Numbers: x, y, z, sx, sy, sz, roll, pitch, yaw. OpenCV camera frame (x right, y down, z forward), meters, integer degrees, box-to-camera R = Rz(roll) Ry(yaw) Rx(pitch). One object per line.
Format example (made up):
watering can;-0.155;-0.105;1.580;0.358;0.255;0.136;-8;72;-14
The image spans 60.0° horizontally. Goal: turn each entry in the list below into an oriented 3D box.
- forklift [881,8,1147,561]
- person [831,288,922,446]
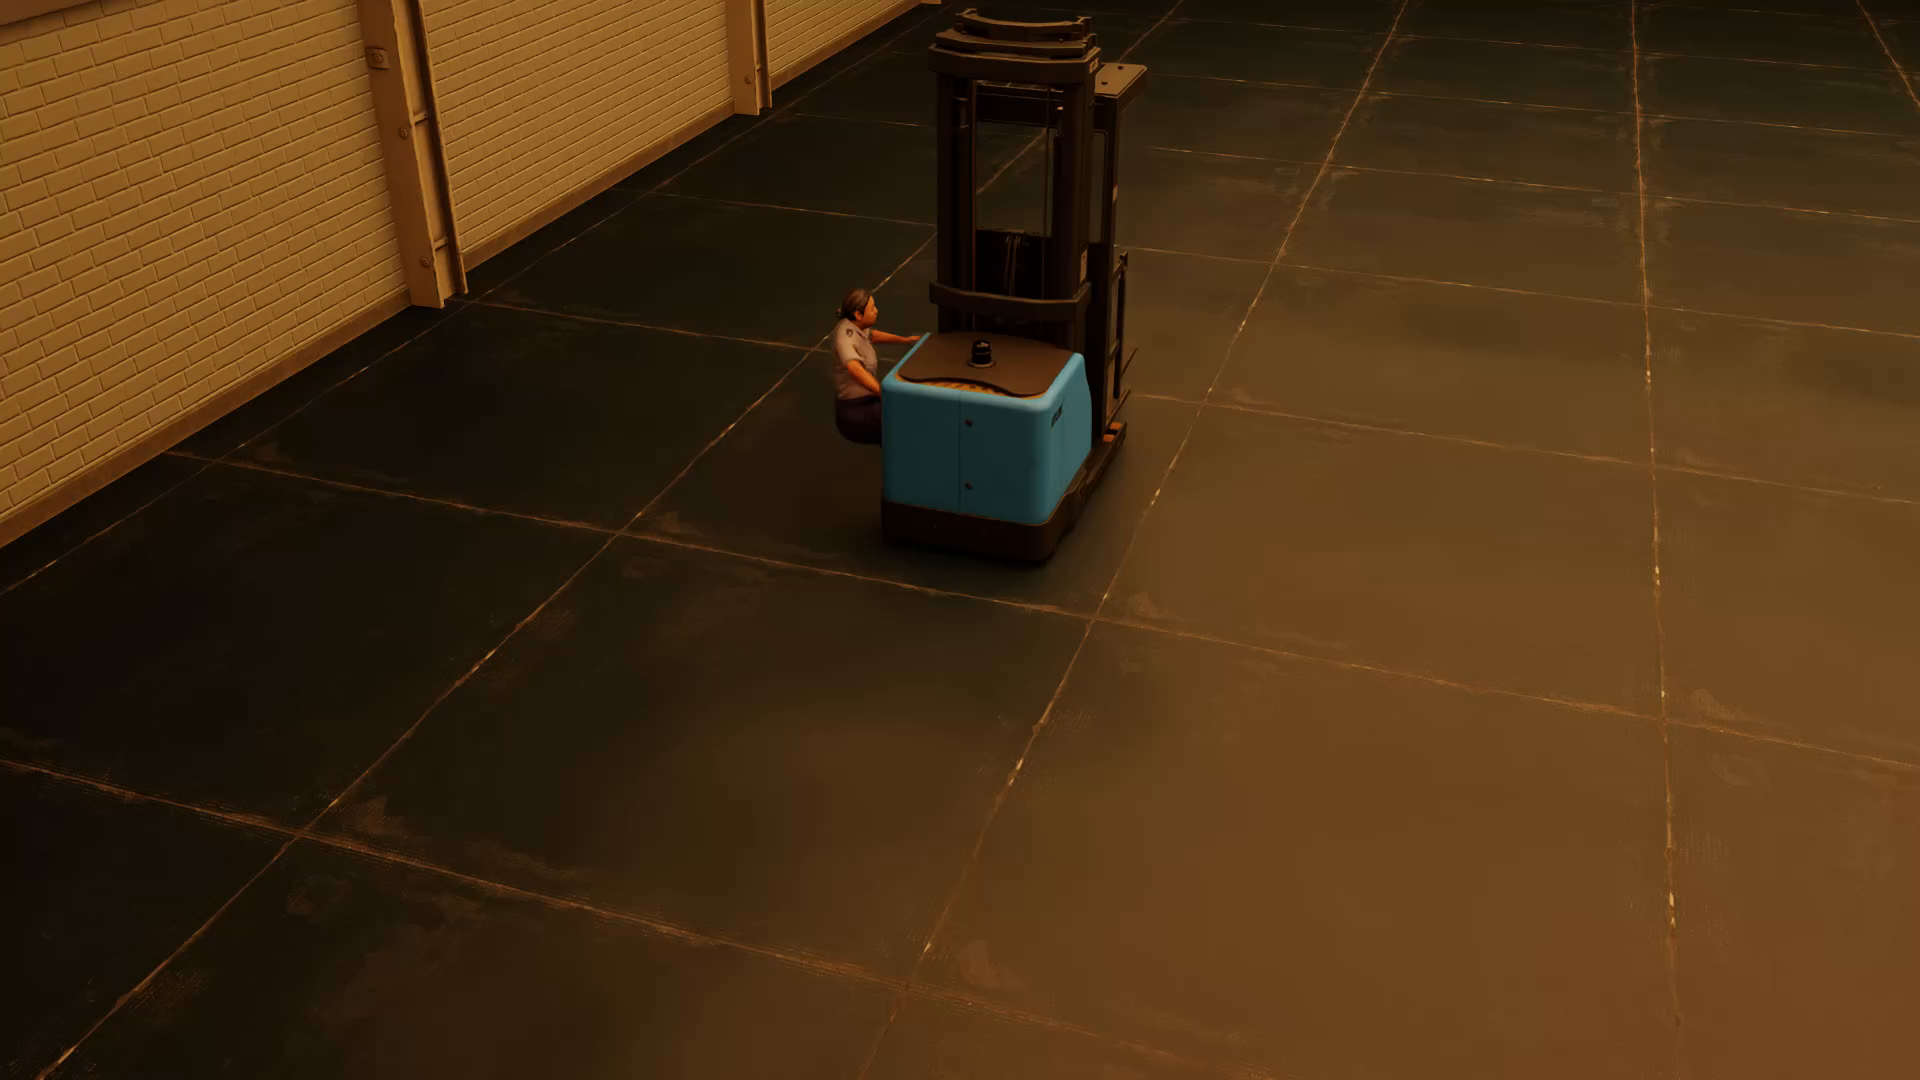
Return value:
forklift;0.487;-1.866;10.411;1.130;2.935;3.031;10;31;16
person;-0.391;-0.862;10.169;0.781;1.407;0.900;-6;30;-11
